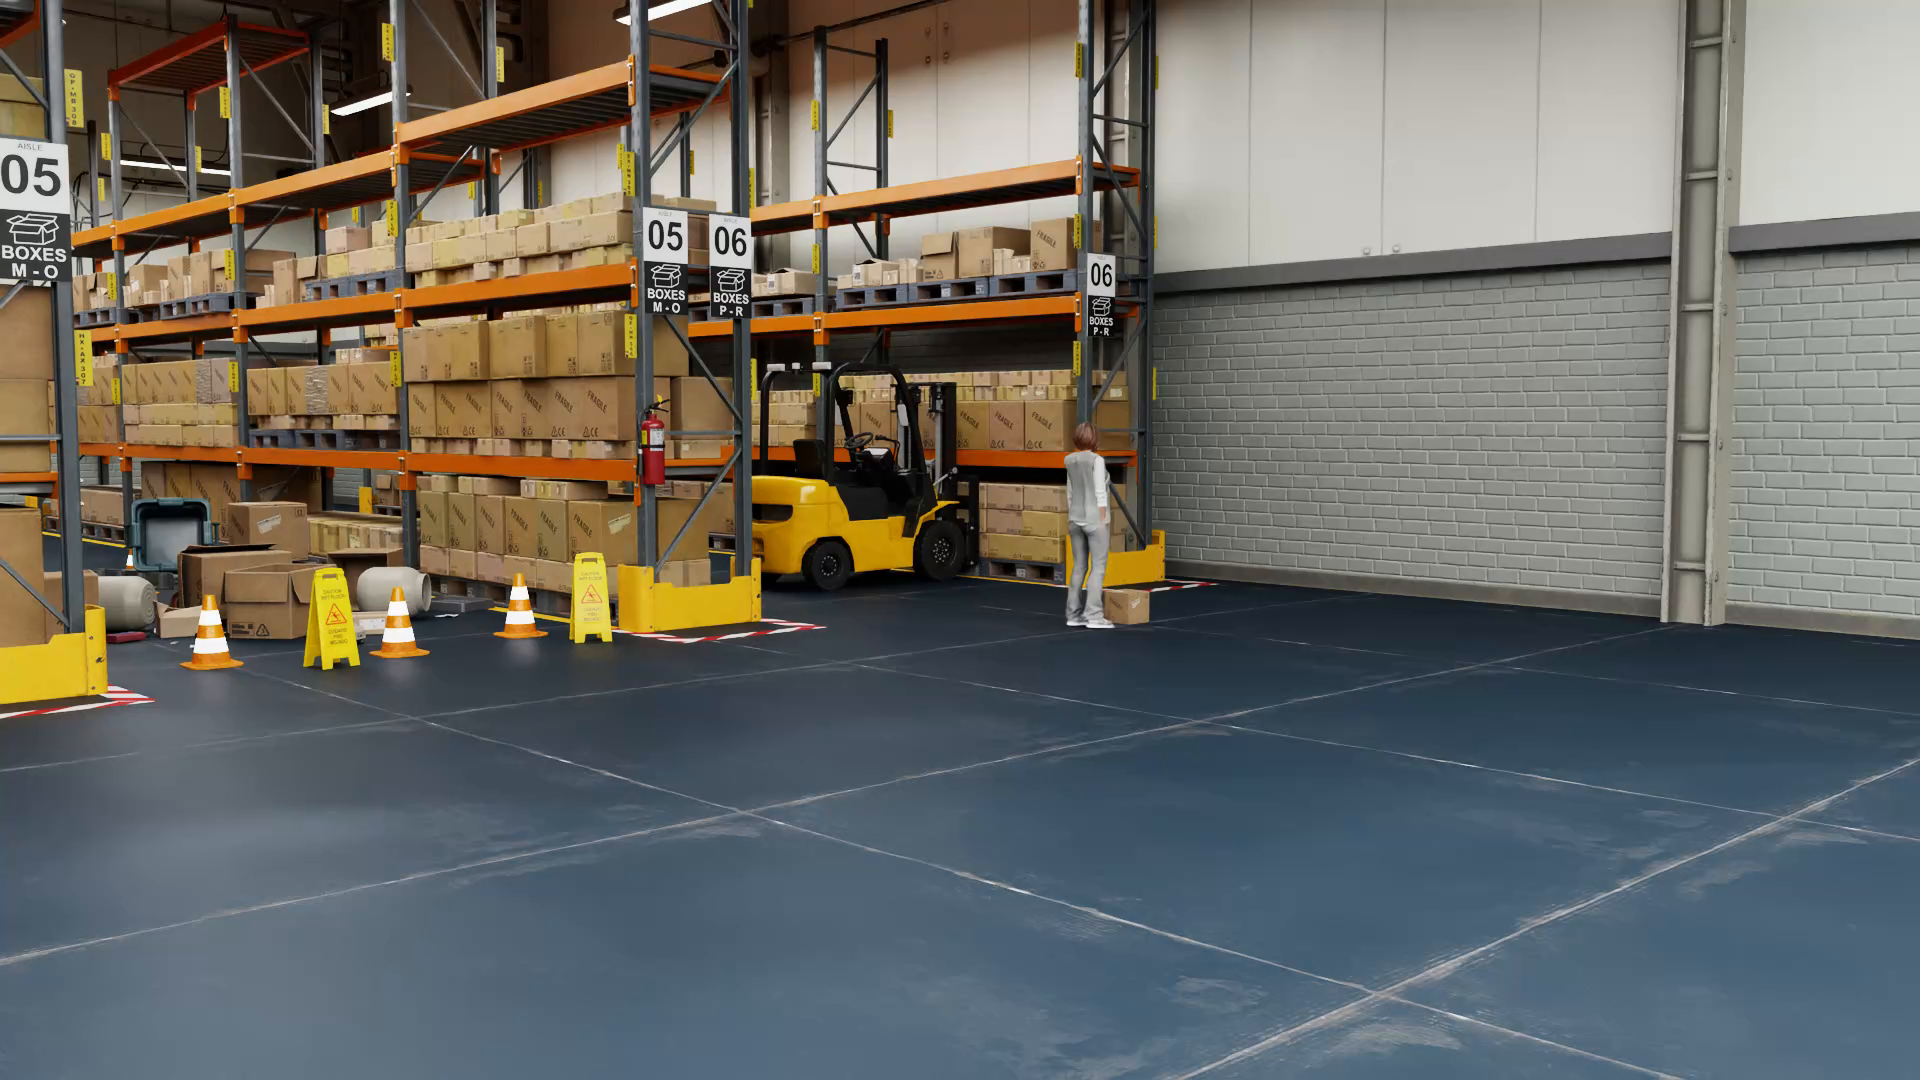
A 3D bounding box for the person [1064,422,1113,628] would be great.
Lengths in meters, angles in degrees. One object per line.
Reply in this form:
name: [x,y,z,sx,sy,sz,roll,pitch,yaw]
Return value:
person: [0.987,-0.115,12.884,0.303,1.598,0.406,-4,6,-42]
